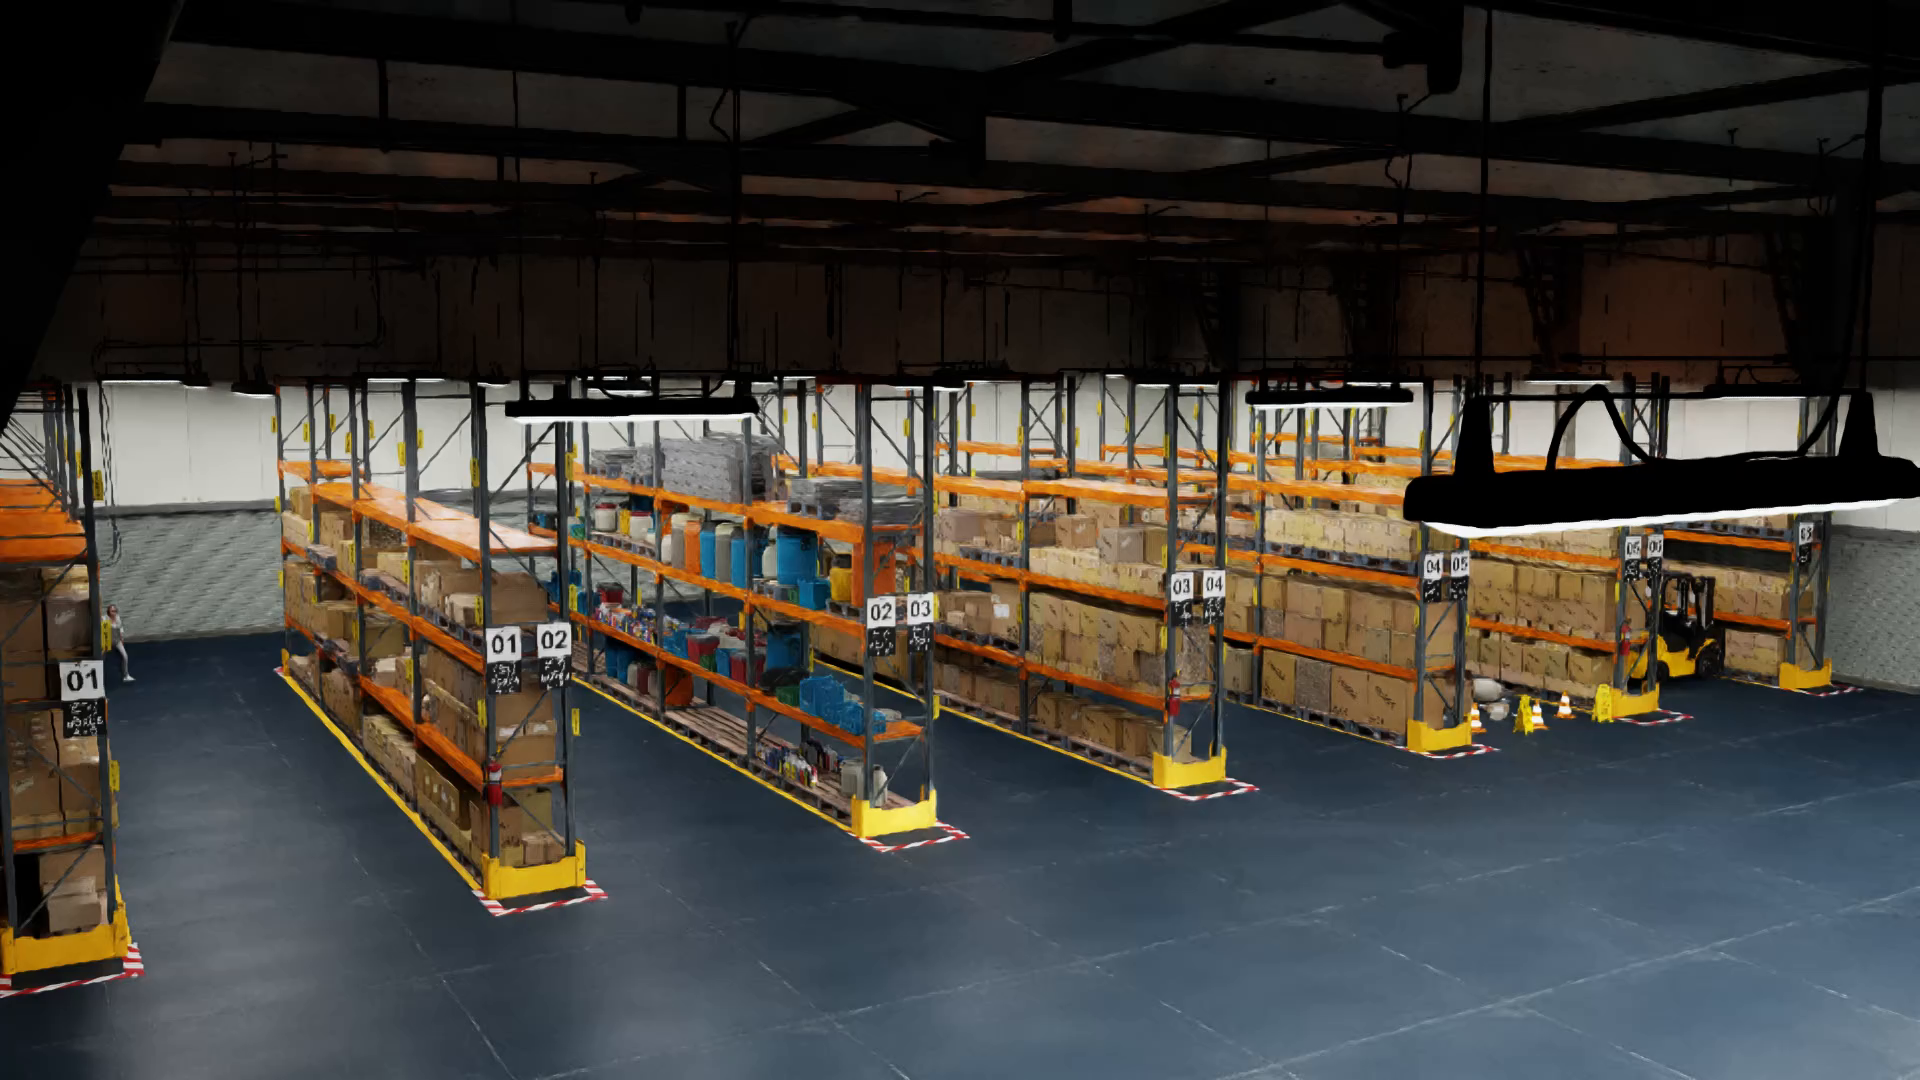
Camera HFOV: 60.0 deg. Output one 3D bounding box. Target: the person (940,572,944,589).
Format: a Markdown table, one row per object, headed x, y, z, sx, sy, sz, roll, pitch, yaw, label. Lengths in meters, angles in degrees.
| x | y | z | sx | sy | sz | roll | pitch | yaw | label |
| --- | --- | --- | --- | --- | --- | --- | --- | --- | --- |
| -0.625 | 0.698 | 43.970 | 0.517 | 1.667 | 0.531 | 1 | 6 | 7 | person |

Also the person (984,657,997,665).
| x | y | z | sx | sy | sz | roll | pitch | yaw | label |
| --- | --- | --- | --- | --- | --- | --- | --- | --- | --- |
| 0.624 | 1.957 | 33.070 | 0.566 | 1.541 | 0.519 | -4 | 7 | -32 | person |

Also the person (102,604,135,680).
| x | y | z | sx | sy | sz | roll | pitch | yaw | label |
| --- | --- | --- | --- | --- | --- | --- | --- | --- | --- |
| -16.632 | 1.998 | 32.587 | 0.782 | 1.527 | 0.562 | 6 | 8 | 42 | person |
